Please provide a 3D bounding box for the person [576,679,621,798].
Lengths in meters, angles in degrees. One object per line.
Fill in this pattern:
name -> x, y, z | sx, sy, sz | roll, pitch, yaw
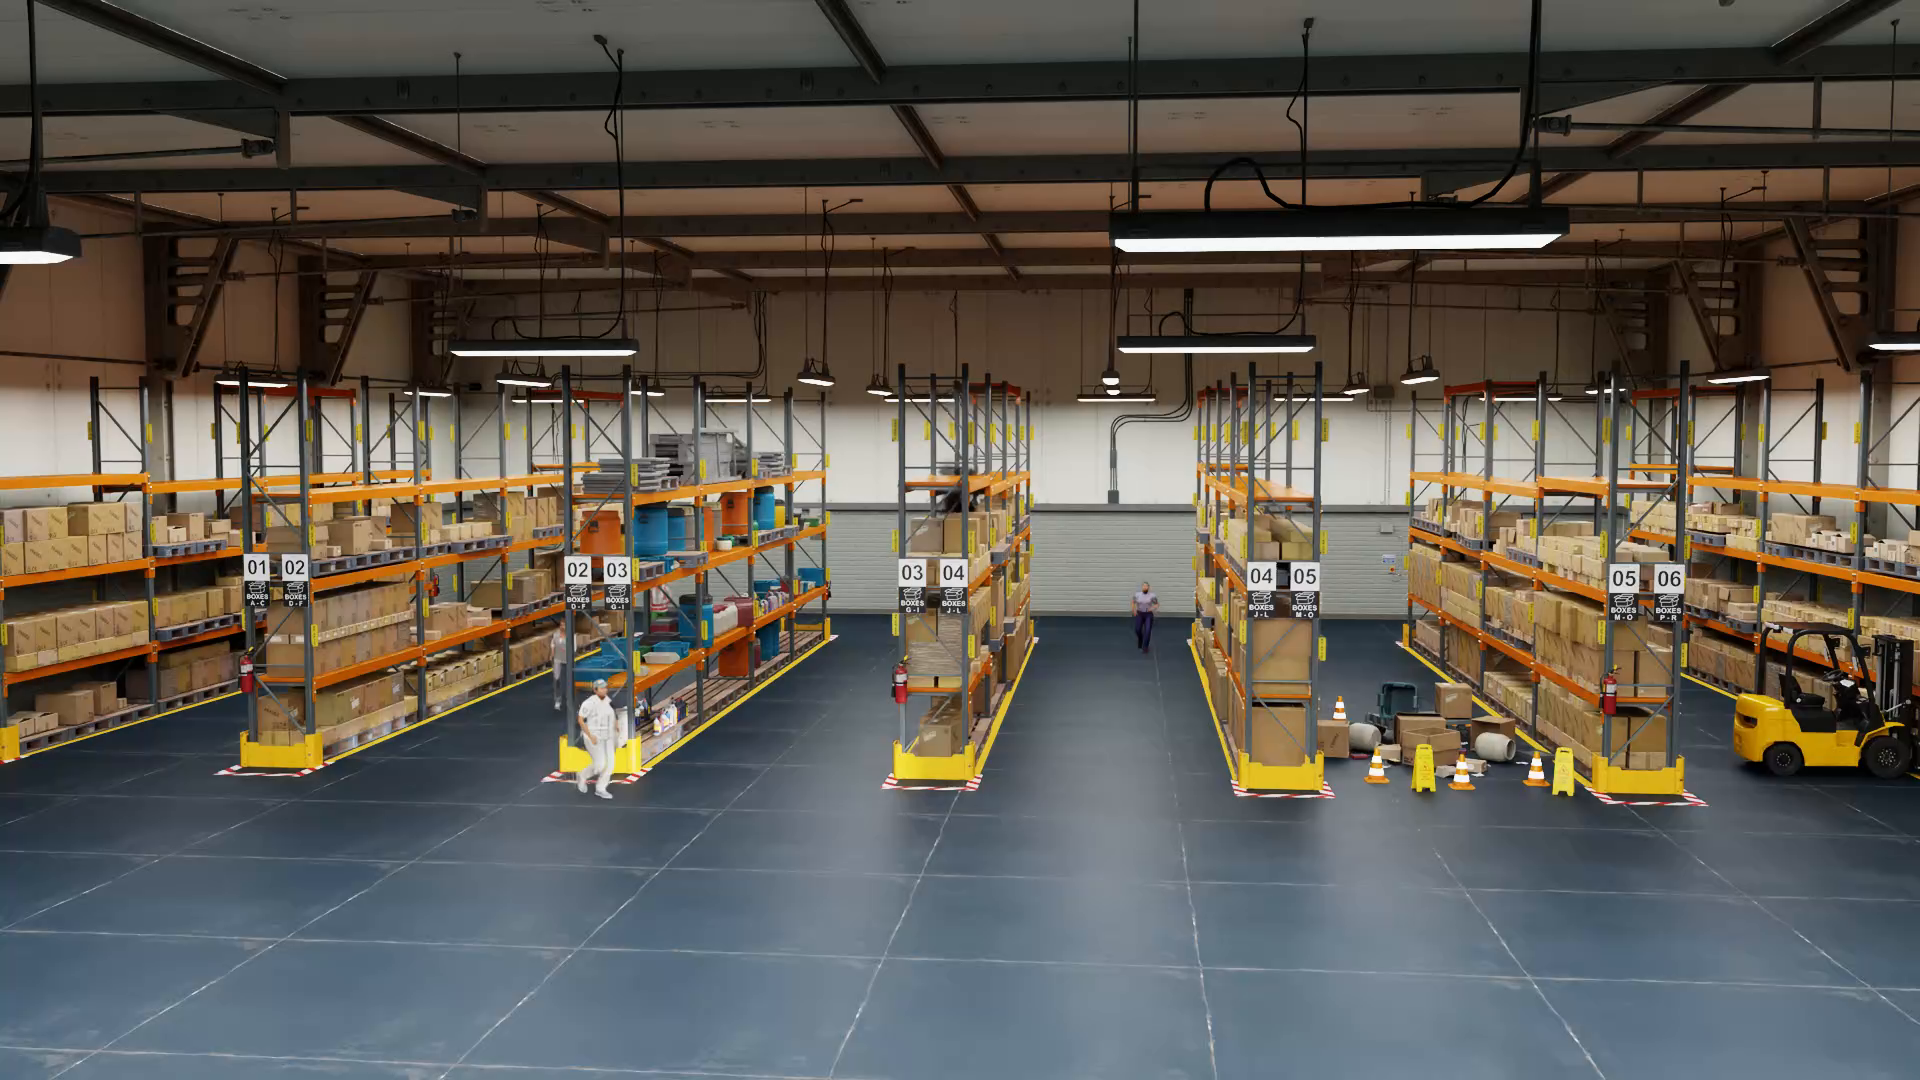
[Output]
person -> -4.989, 2.731, 22.922 | 0.550, 1.630, 0.625 | 2, 4, 33

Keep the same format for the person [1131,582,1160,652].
person -> 4.214, 1.765, 37.927 | 0.668, 1.605, 0.506 | 1, 4, 14

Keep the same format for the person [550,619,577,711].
person -> -7.213, 2.255, 30.236 | 0.509, 1.642, 0.726 | 0, 4, -3

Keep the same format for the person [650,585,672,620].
person -> -6.899, 1.671, 38.159 | 0.582, 1.832, 0.912 | -1, 4, -8
